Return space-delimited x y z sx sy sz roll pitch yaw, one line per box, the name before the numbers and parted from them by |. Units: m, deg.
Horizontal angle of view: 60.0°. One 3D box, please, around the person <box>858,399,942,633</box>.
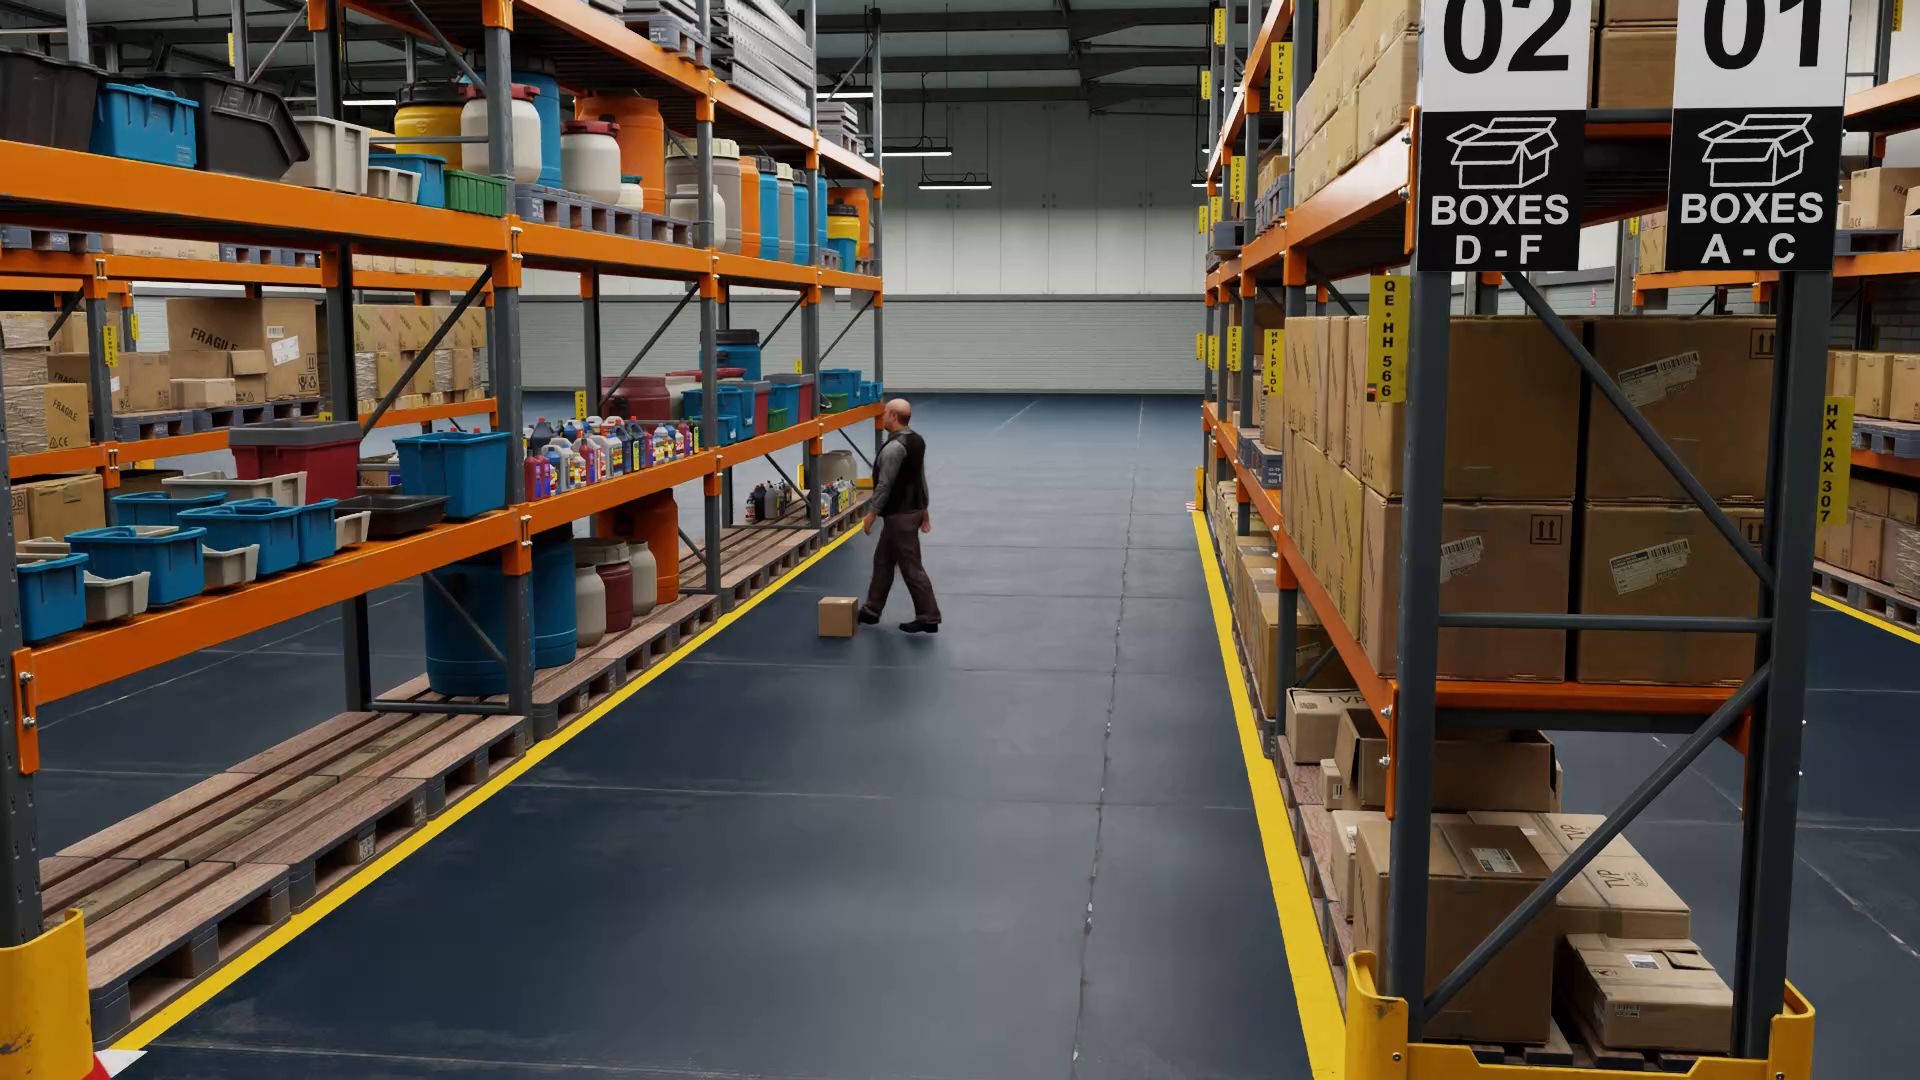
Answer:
person | -0.530 -0.176 12.088 0.799 1.700 0.565 2 8 13
